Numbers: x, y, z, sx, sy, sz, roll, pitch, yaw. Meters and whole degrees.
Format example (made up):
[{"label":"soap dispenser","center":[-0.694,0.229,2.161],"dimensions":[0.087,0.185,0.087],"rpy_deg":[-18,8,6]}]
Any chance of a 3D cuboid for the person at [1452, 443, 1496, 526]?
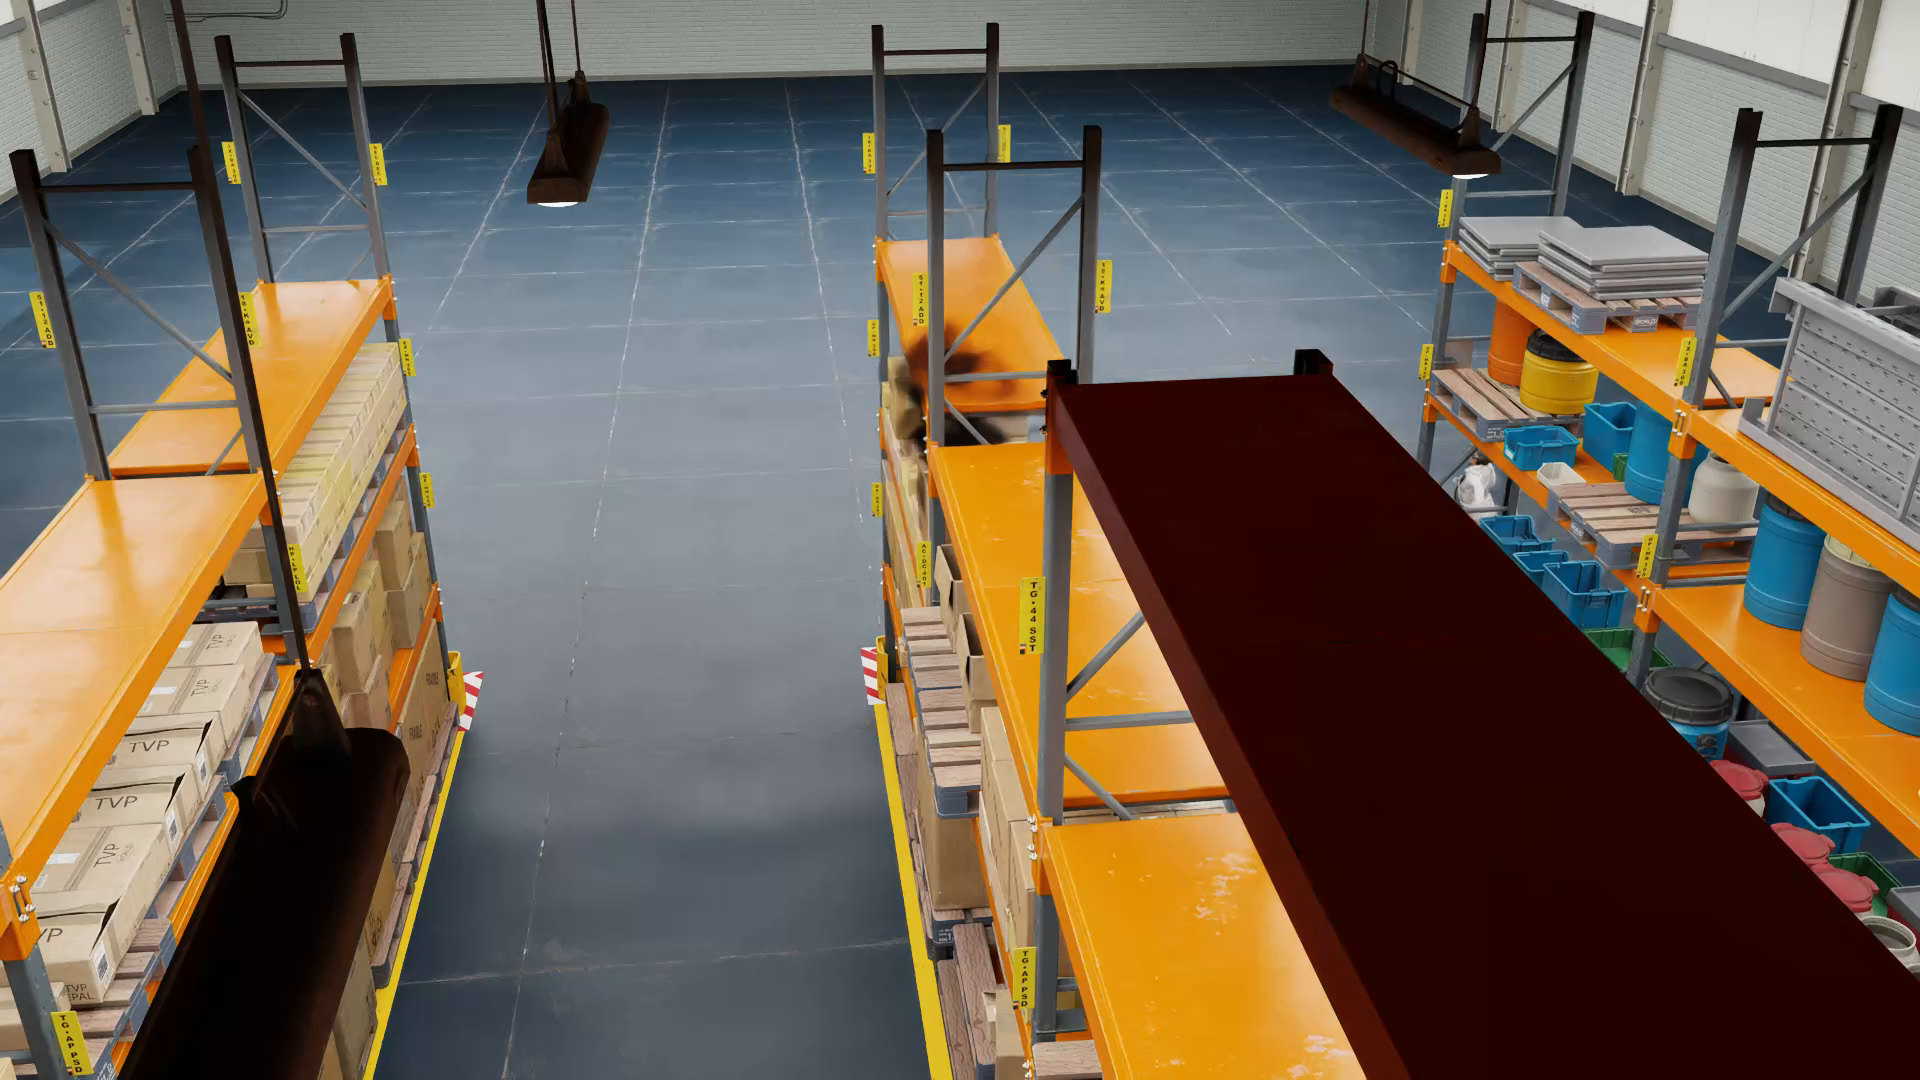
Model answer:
[{"label":"person","center":[5.275,-0.231,17.079],"dimensions":[0.620,1.705,0.688],"rpy_deg":[-19,31,-34]}]
